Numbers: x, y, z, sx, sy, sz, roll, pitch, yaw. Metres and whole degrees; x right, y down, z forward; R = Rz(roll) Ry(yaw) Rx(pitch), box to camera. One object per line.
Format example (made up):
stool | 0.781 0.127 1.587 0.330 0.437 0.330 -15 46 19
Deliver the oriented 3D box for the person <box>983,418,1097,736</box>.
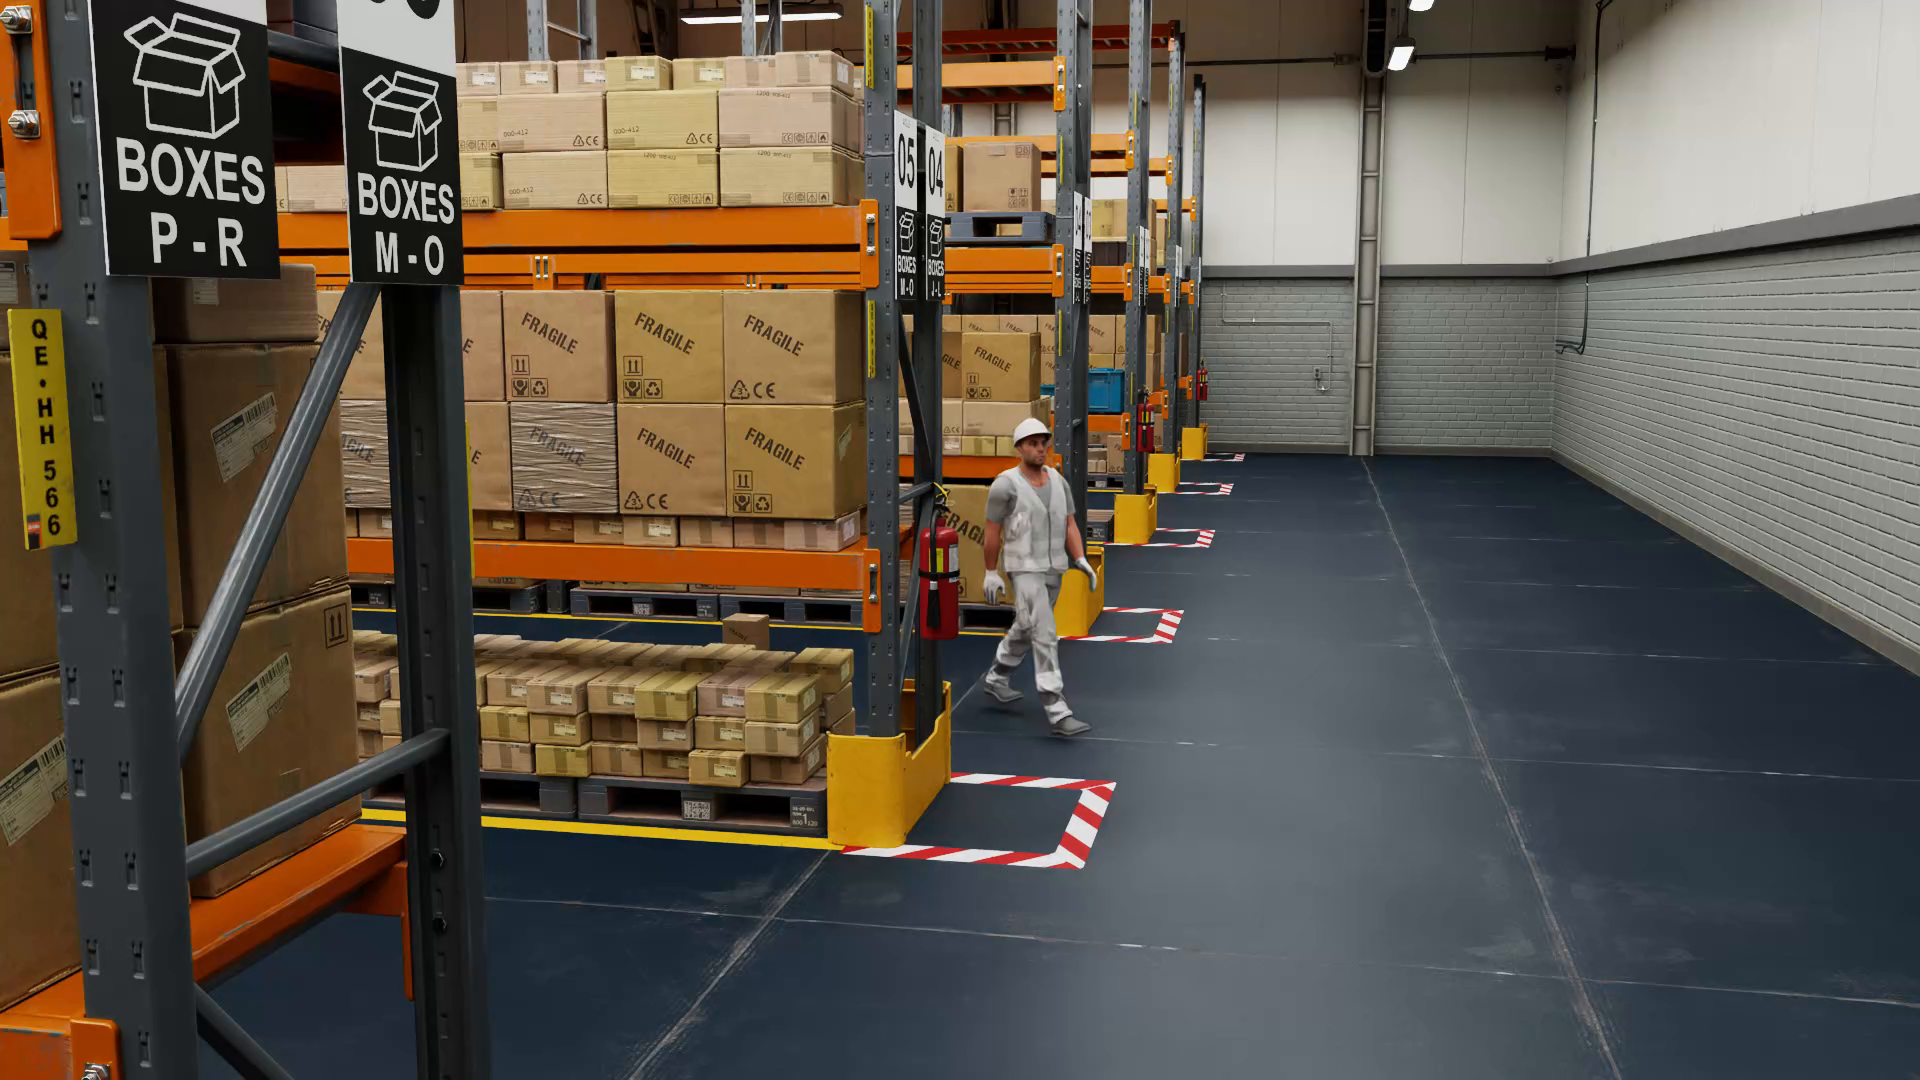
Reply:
person | 0.450 0.184 9.411 0.530 1.742 1.084 -6 10 -37
